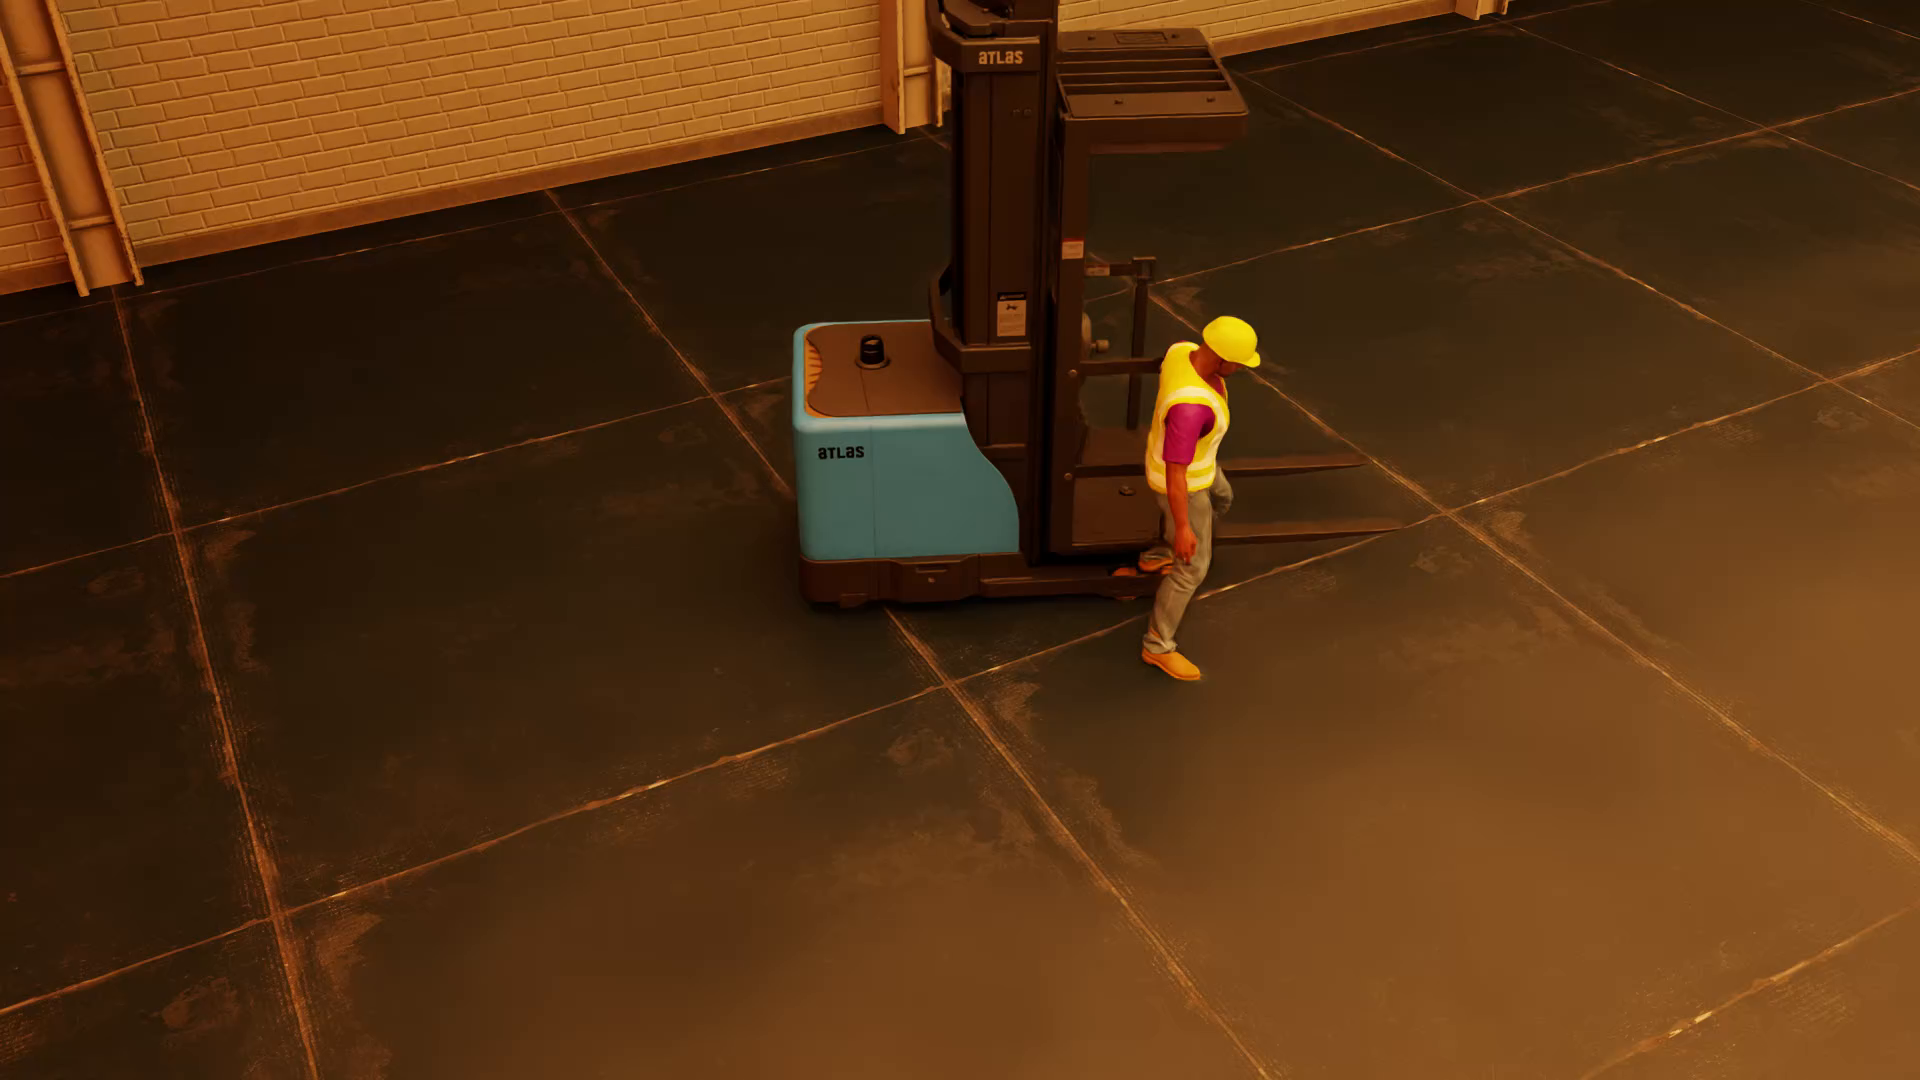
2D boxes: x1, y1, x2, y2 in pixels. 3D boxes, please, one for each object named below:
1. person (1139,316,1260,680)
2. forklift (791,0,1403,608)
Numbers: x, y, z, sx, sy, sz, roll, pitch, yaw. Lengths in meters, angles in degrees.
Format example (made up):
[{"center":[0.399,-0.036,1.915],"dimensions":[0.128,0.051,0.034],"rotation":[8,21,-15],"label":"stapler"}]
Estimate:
[{"center":[1.076,-0.285,7.606],"dimensions":[0.449,1.716,0.980],"rotation":[2,35,2],"label":"person"},{"center":[0.695,-1.200,7.820],"dimensions":[3.031,2.935,1.130],"rotation":[-3,35,-4],"label":"forklift"}]
